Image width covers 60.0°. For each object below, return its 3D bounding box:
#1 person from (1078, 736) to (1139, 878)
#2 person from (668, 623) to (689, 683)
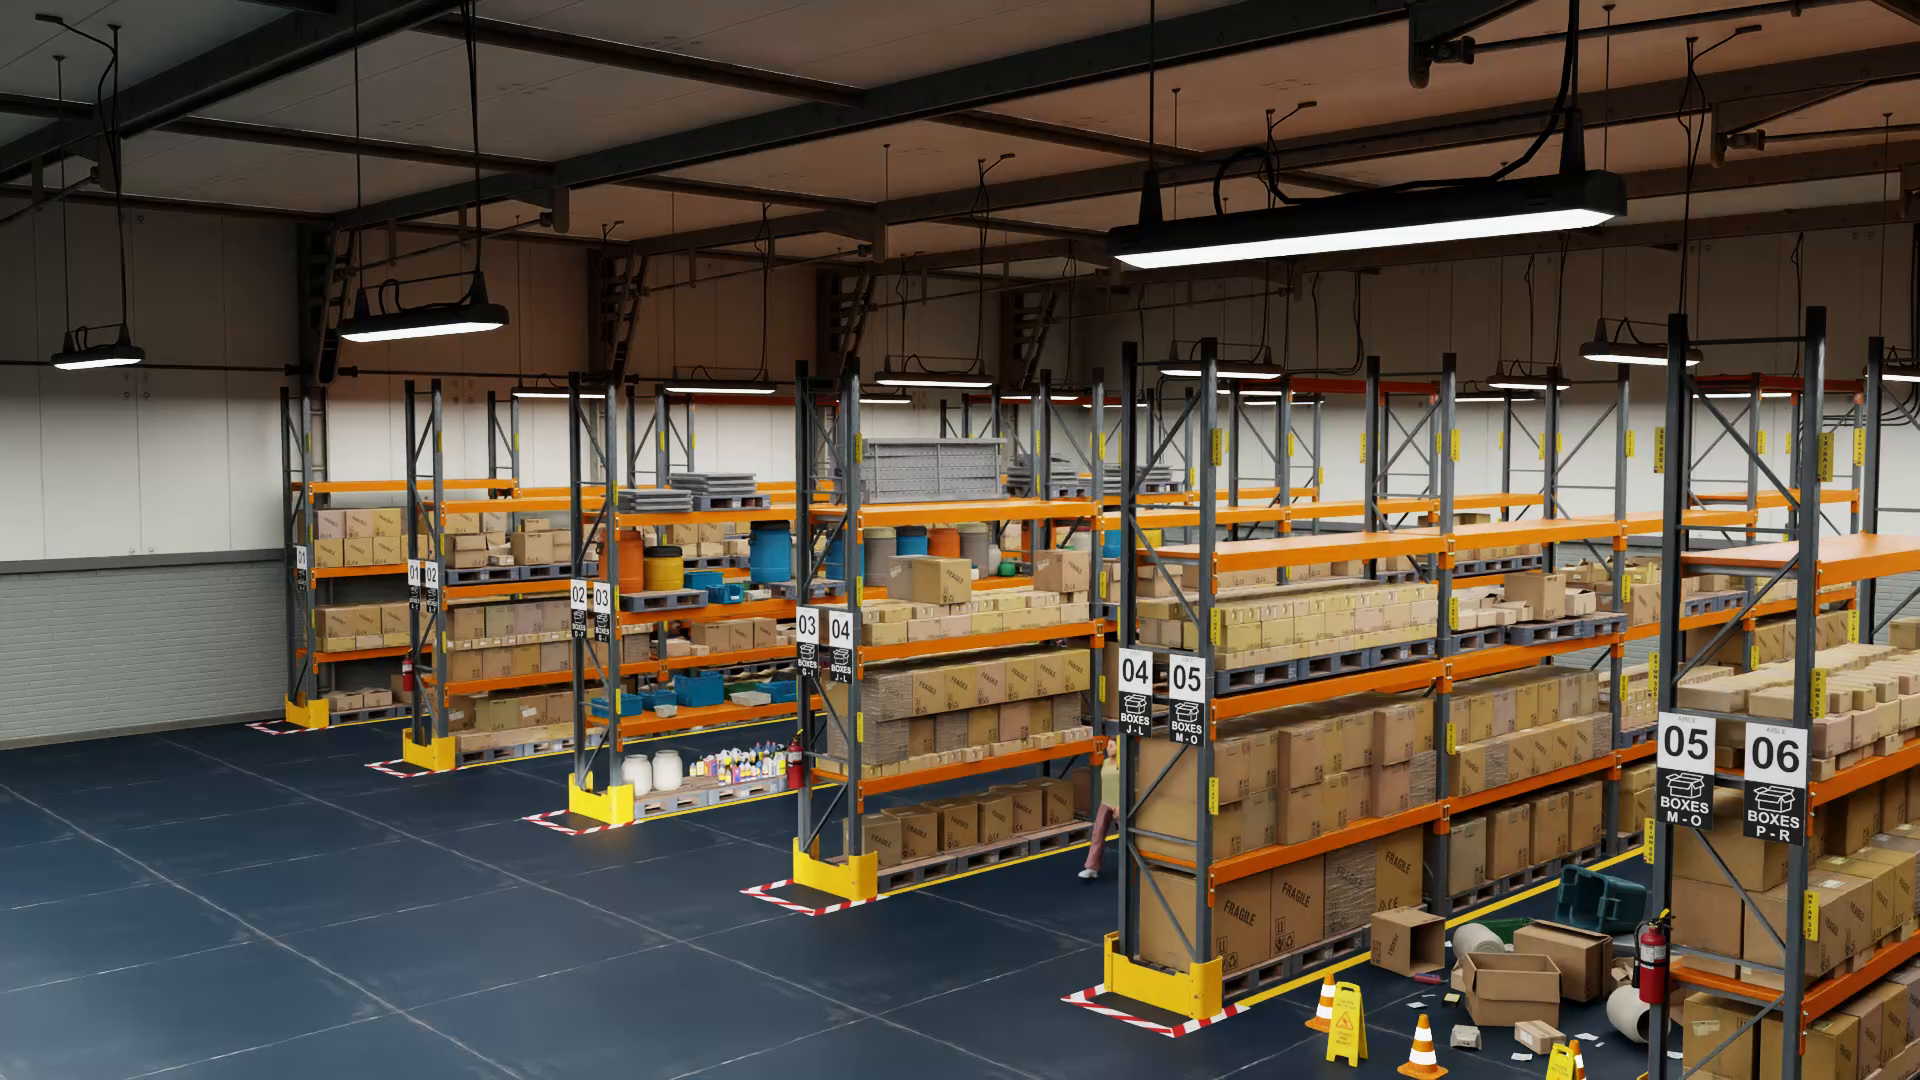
[{"bbox_3d":[1.765,3.092,19.318,0.471,1.619,0.968,3,5,42],"label":"person"},{"bbox_3d":[-5.241,2.357,31.347,0.505,1.636,0.546,3,5,37],"label":"person"}]
